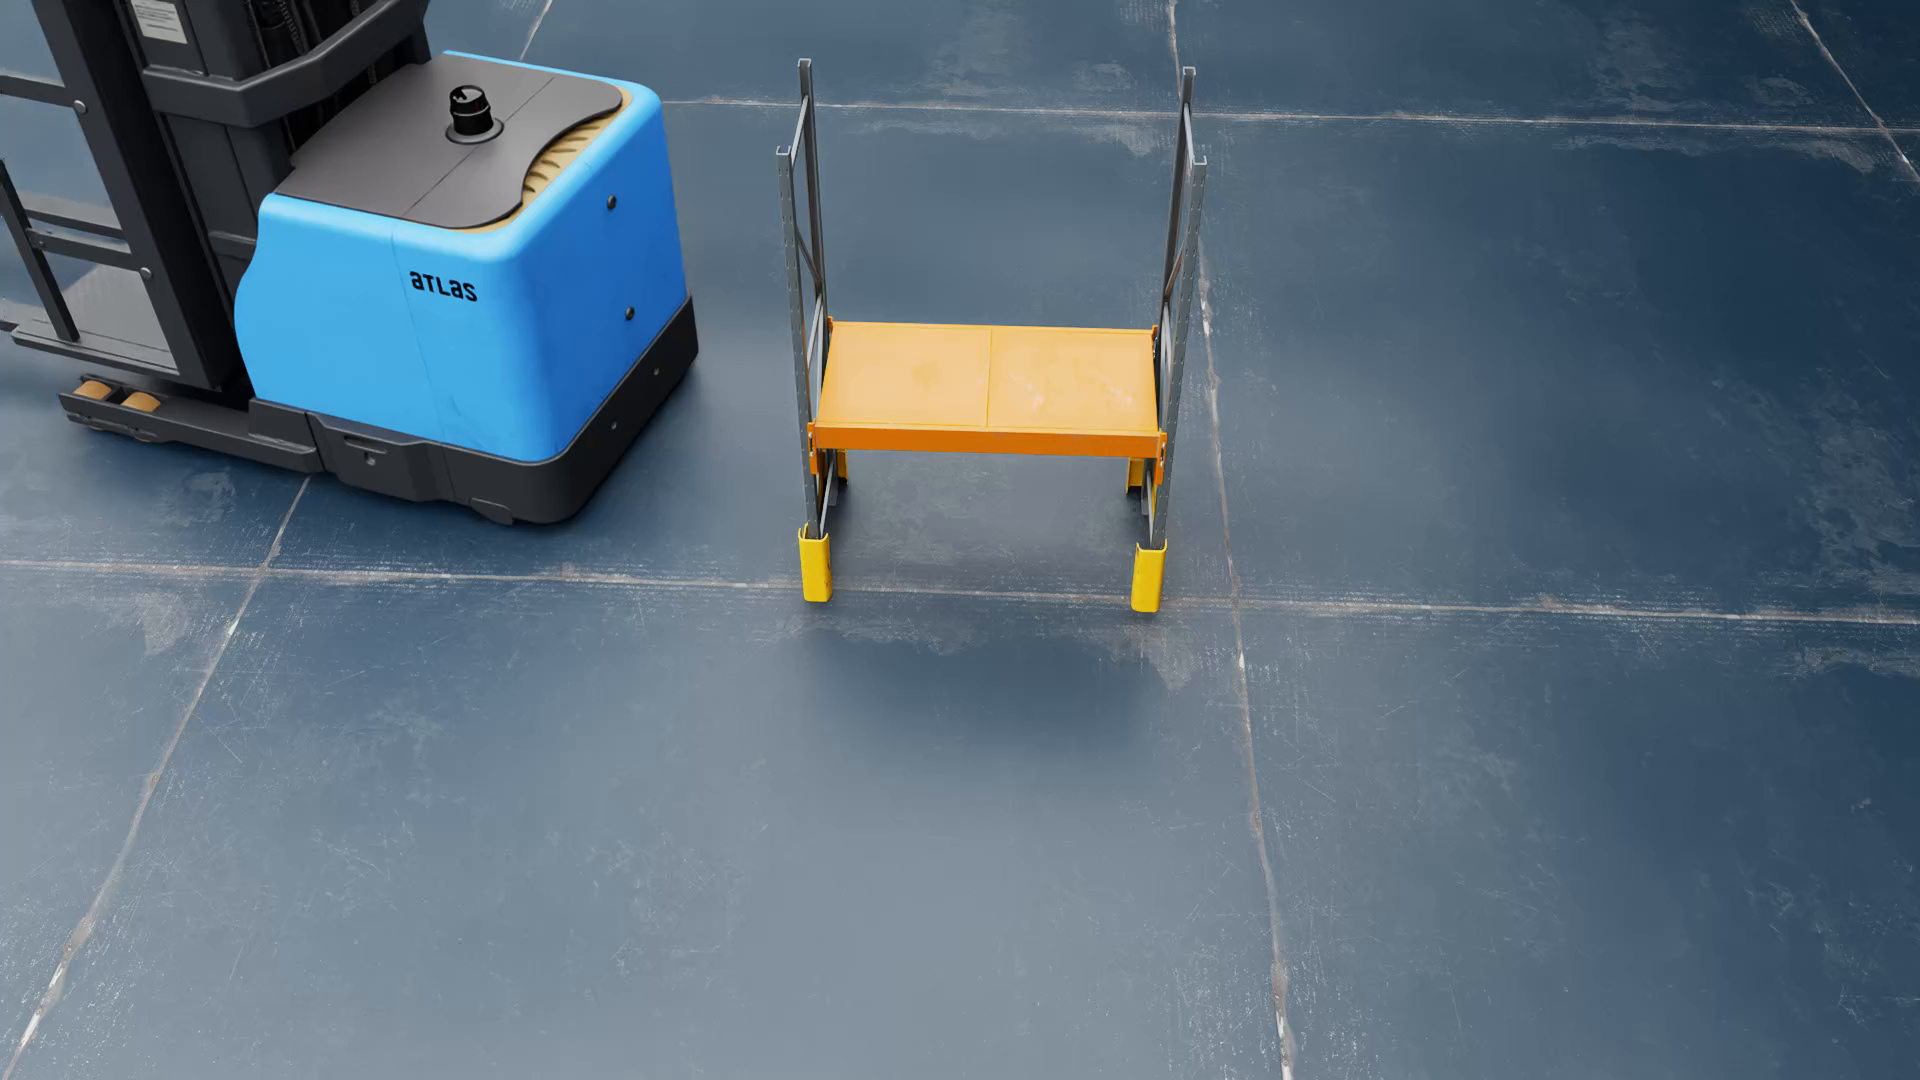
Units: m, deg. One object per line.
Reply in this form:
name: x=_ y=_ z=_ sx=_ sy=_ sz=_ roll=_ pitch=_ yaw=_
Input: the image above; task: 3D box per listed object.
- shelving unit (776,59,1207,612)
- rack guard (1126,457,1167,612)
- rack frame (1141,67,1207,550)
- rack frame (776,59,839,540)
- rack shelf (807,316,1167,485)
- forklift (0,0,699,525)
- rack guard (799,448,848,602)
shelving unit: x=0.076 y=-0.546 z=4.736 sx=1.083 sy=1.500 sz=0.587 roll=2 pitch=43 yaw=2
rack guard: x=0.574 y=-0.074 z=5.146 sx=0.087 sy=0.250 sz=0.587 roll=2 pitch=43 yaw=2
rack frame: x=0.593 y=-0.531 z=4.719 sx=0.032 sy=1.500 sz=0.500 roll=2 pitch=43 yaw=2
rack frame: x=-0.423 y=-0.562 z=4.753 sx=0.032 sy=1.500 sz=0.500 roll=2 pitch=43 yaw=2
rack shelf: x=0.085 y=-0.415 z=4.859 sx=1.000 sy=0.185 sz=0.538 roll=2 pitch=43 yaw=2
forklift: x=-2.494 y=-1.727 z=4.954 sx=3.031 sy=2.935 sz=1.130 roll=13 pitch=45 yaw=14
rack guard: x=-0.421 y=-0.104 z=5.179 sx=0.087 sy=0.250 sz=0.587 roll=2 pitch=43 yaw=2
